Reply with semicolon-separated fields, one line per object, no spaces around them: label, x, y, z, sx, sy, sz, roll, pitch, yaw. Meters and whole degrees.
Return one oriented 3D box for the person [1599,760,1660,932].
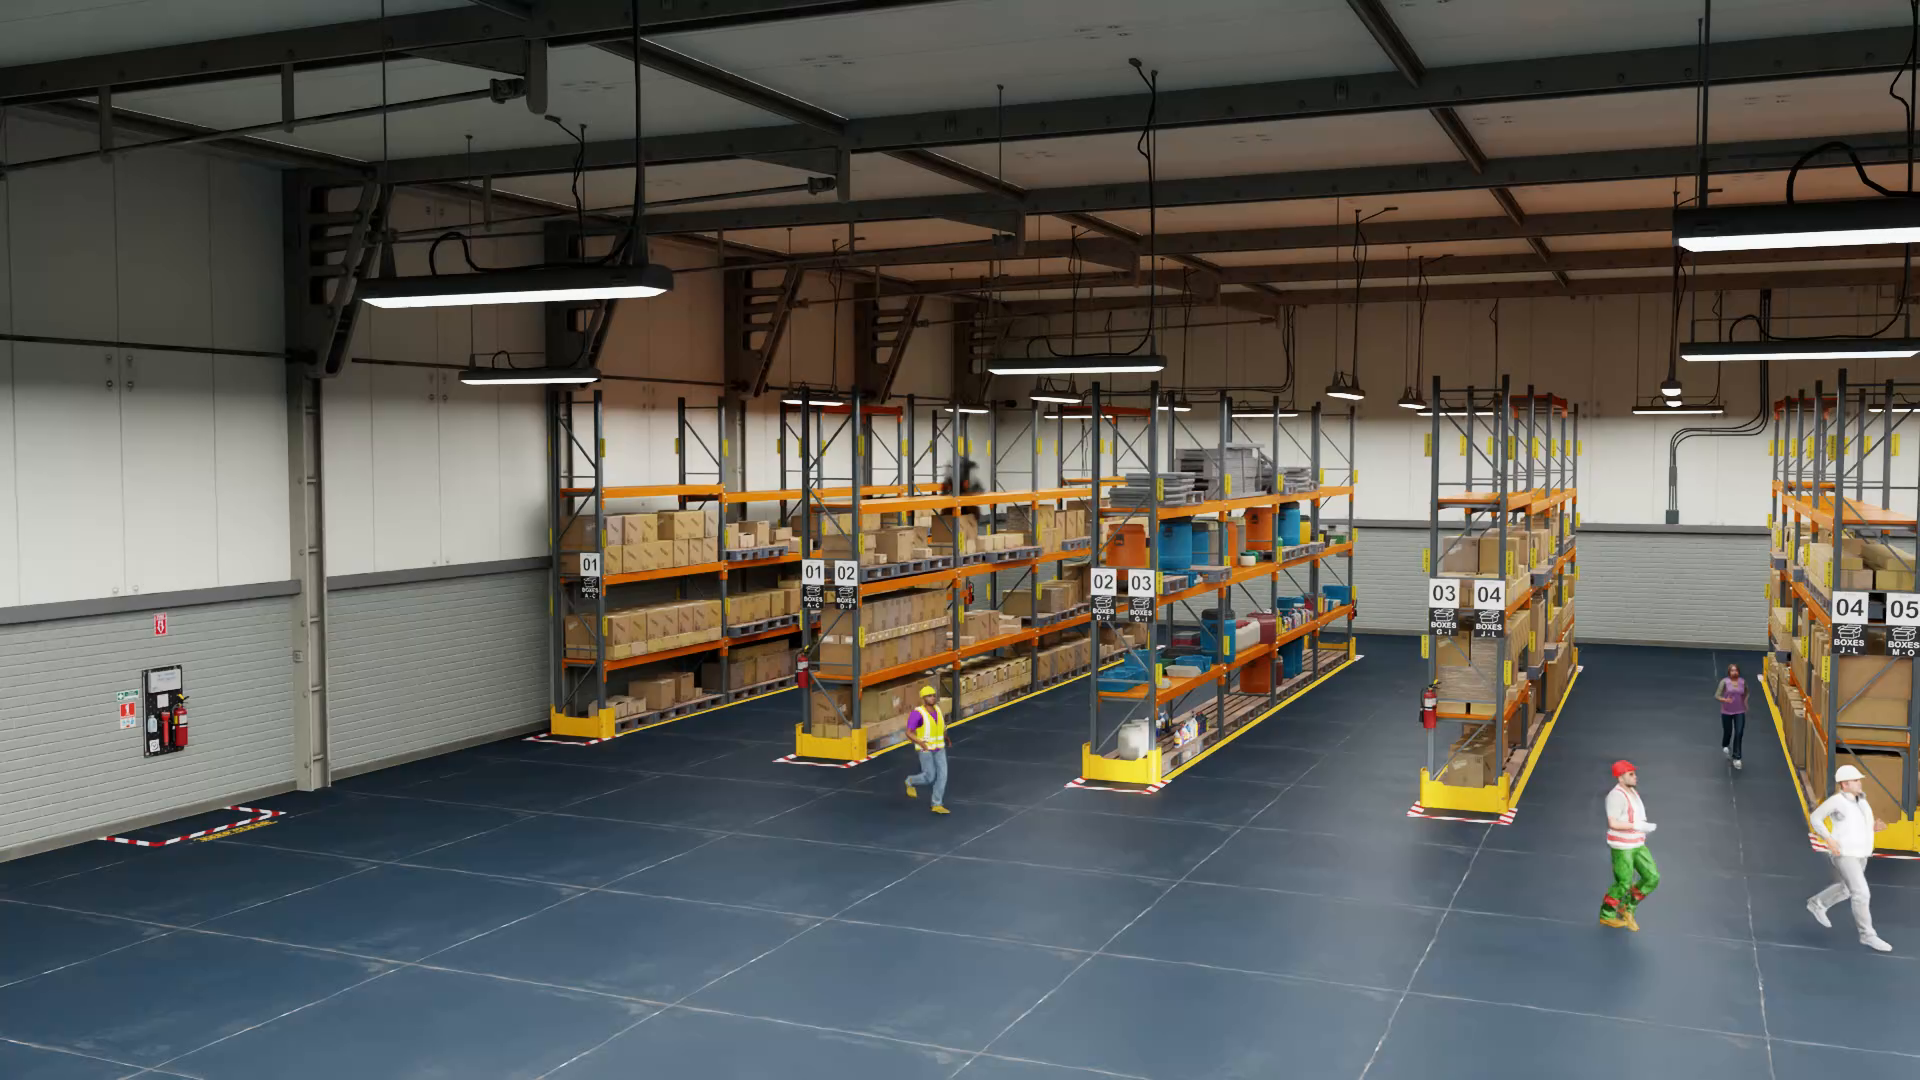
person;6.917;3.167;17.126;0.613;1.786;0.645;-3;4;-40

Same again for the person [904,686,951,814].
person;-0.417;2.877;22.955;0.712;1.727;0.815;-3;4;-40

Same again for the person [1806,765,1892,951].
person;8.996;3.160;16.813;0.653;1.760;0.968;-2;4;-31

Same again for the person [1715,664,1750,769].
person;12.177;2.740;26.204;0.540;1.597;0.879;1;3;15
